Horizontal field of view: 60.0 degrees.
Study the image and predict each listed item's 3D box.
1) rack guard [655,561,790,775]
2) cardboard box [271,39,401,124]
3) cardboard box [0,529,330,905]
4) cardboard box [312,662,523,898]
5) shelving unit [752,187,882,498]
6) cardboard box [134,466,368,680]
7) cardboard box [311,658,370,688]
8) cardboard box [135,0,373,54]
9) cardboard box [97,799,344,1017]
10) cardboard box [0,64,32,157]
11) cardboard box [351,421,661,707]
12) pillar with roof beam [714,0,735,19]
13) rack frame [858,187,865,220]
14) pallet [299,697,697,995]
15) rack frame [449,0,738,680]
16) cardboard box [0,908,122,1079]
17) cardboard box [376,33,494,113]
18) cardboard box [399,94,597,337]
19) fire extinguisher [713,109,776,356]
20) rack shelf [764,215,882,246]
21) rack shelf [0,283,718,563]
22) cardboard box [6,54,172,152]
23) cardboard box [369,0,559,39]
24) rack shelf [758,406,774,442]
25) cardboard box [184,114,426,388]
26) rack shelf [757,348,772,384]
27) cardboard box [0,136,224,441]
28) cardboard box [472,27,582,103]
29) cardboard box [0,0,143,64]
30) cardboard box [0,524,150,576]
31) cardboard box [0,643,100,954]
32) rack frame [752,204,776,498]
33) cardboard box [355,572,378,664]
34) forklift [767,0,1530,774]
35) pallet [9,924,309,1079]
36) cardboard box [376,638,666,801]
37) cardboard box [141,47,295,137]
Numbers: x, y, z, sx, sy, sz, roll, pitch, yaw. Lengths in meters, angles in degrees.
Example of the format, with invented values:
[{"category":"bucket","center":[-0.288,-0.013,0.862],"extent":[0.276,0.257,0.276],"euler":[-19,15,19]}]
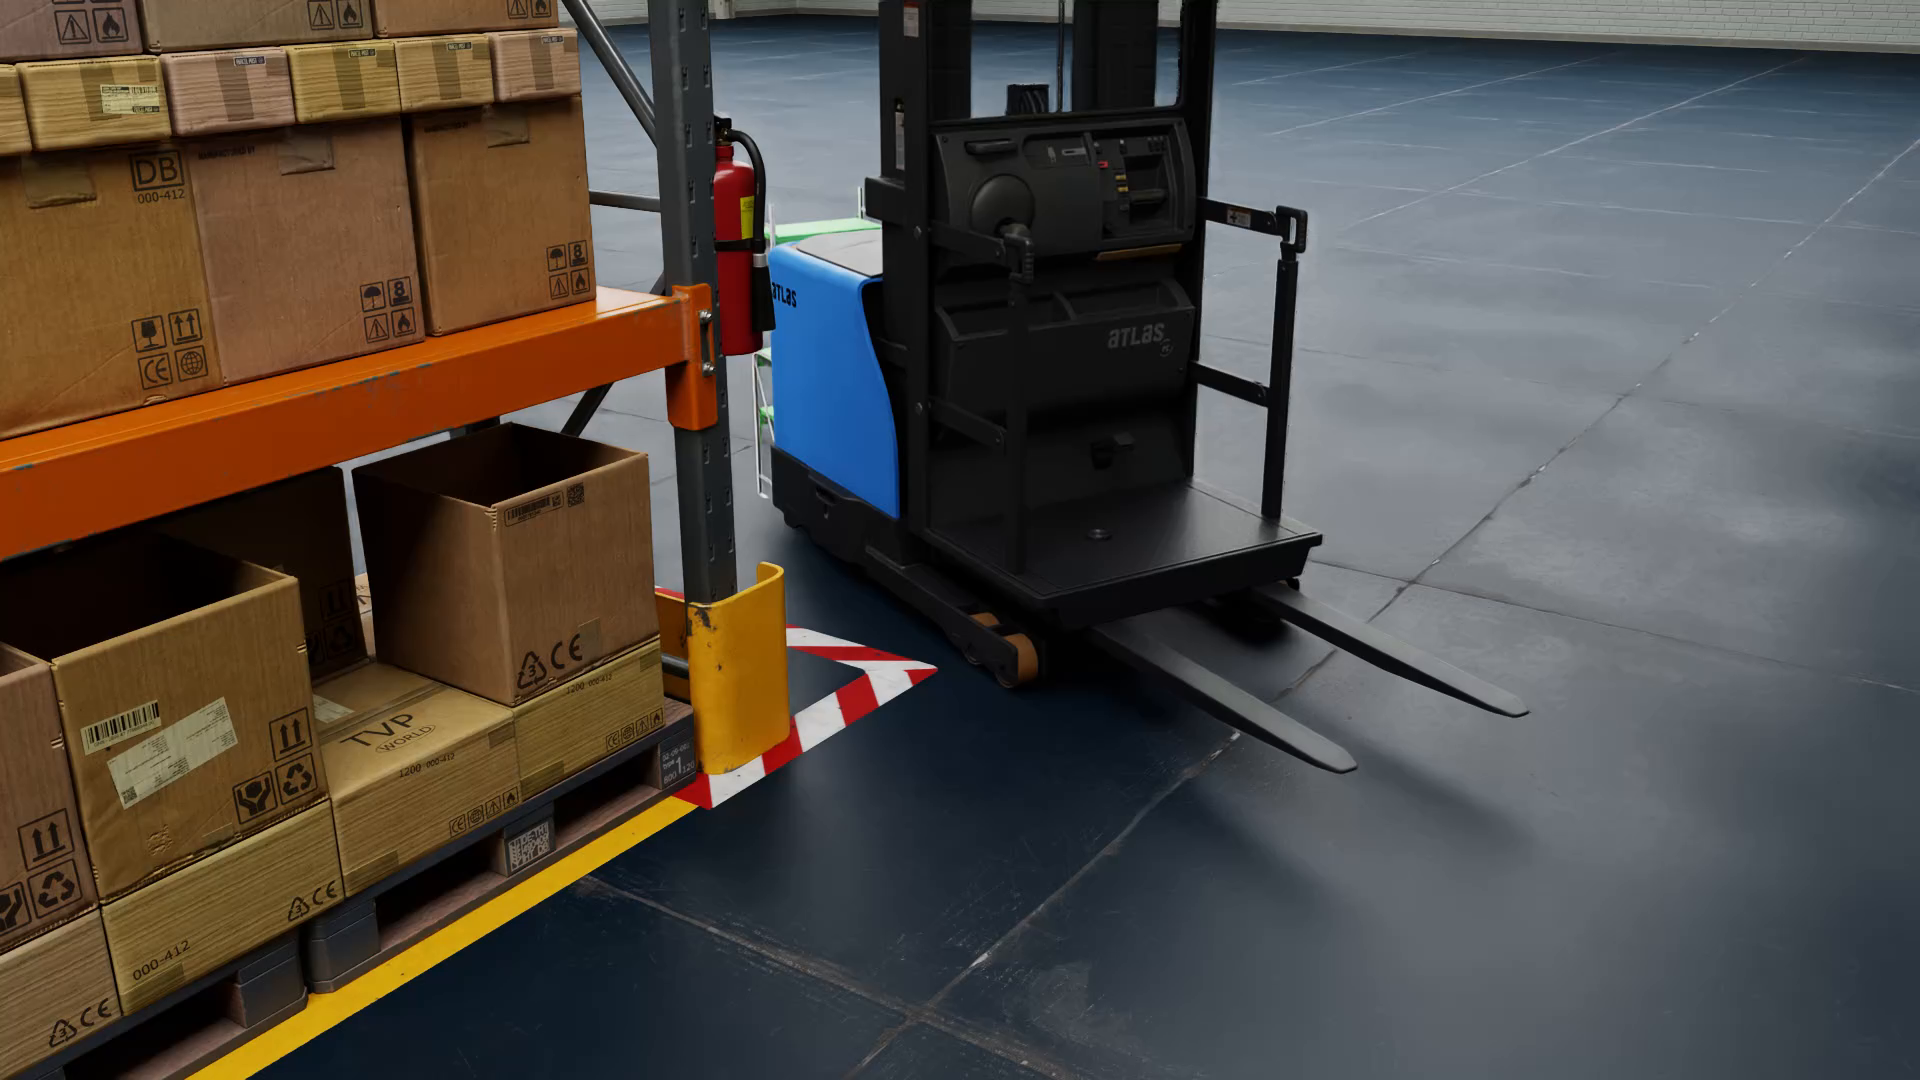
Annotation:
[{"category":"rack guard","center":[-1.041,0.252,4.864],"extent":[1.175,0.500,0.348],"euler":[13,24,32]},{"category":"cardboard box","center":[-1.401,-0.969,3.482],"extent":[0.380,0.149,0.250],"euler":[13,24,31]},{"category":"cardboard box","center":[-1.659,0.329,3.329],"extent":[0.500,0.500,0.500],"euler":[13,24,32]},{"category":"cardboard box","center":[-1.382,0.536,3.850],"extent":[0.500,0.250,0.500],"euler":[13,24,32]},{"category":"shelving unit","center":[-0.546,-0.758,6.584],"extent":[0.503,1.200,0.258],"euler":[-12,23,-29]},{"category":"cardboard box","center":[-1.819,0.082,3.998],"extent":[0.500,0.500,0.500],"euler":[13,24,32]},{"category":"cardboard box","center":[-1.818,0.434,4.127],"extent":[0.500,0.250,0.500],"euler":[13,24,32]},{"category":"cardboard box","center":[-1.648,-1.270,3.362],"extent":[0.700,0.500,0.500],"euler":[13,24,30]},{"category":"cardboard box","center":[-1.662,0.680,3.461],"extent":[0.500,0.250,0.500],"euler":[13,24,32]},{"category":"cardboard box","center":[-1.838,-0.746,2.879],"extent":[0.380,0.149,0.250],"euler":[14,25,33]},{"category":"cardboard box","center":[-1.109,0.039,4.113],"extent":[0.500,0.500,0.500],"euler":[13,24,32]},{"category":"pillar with roof beam","center":[-2.260,-16.304,37.371],"extent":[9.100,9.000,0.400],"euler":[13,24,32]},{"category":"rack frame","center":[-0.337,-0.801,6.702],"extent":[0.015,1.200,0.240],"euler":[-12,23,-29]},{"category":"pallet","center":[-1.449,0.622,4.280],"extent":[1.003,0.211,1.213],"euler":[13,24,32]},{"category":"rack frame","center":[-1.054,-0.914,4.411],"extent":[1.000,3.000,0.127],"euler":[13,24,32]},{"category":"cardboard box","center":[-1.944,0.823,3.074],"extent":[0.500,0.250,0.500],"euler":[13,24,32]},{"category":"cardboard box","center":[-1.257,-1.043,3.681],"extent":[0.380,0.149,0.250],"euler":[14,24,33]},{"category":"cardboard box","center":[-1.327,-0.829,4.039],"extent":[0.700,0.500,0.500],"euler":[13,24,32]},{"category":"fire extinguisher","center":[-0.603,-0.821,4.272],"extent":[0.296,0.674,0.183],"euler":[13,24,32]},{"category":"rack shelf","center":[-0.546,-1.148,6.440],"extent":[0.480,0.148,0.258],"euler":[-12,23,-29]},{"category":"rack shelf","center":[-2.178,-0.002,2.985],"extent":[1.077,0.370,4.000],"euler":[13,24,32]},{"category":"cardboard box","center":[-1.691,-0.822,3.085],"extent":[0.380,0.149,0.250],"euler":[14,25,33]},{"category":"cardboard box","center":[-1.357,-1.422,3.772],"extent":[0.700,0.500,0.500],"euler":[13,24,32]},{"category":"rack shelf","center":[-0.546,-0.473,6.690],"extent":[0.480,0.148,0.258],"euler":[-12,23,-29]},{"category":"cardboard box","center":[-1.618,-0.678,3.629],"extent":[0.700,0.500,0.500],"euler":[14,24,33]},{"category":"rack shelf","center":[-0.546,-0.698,6.607],"extent":[0.480,0.148,0.258],"euler":[-12,23,-29]},{"category":"cardboard box","center":[-1.902,-0.536,3.247],"extent":[0.700,0.500,0.500],"euler":[13,24,32]},{"category":"cardboard box","center":[-1.111,-1.118,3.885],"extent":[0.380,0.149,0.250],"euler":[13,24,31]},{"category":"cardboard box","center":[-1.931,-1.126,2.970],"extent":[0.700,0.500,0.500],"euler":[13,24,32]},{"category":"cardboard box","center":[-2.089,0.228,3.603],"extent":[0.500,0.500,0.500],"euler":[13,24,32]},{"category":"cardboard box","center":[-1.942,0.472,2.942],"extent":[0.500,0.500,0.500],"euler":[13,24,32]},{"category":"rack frame","center":[-0.755,-0.714,6.467],"extent":[0.015,1.200,0.240],"euler":[-12,23,-29]},{"category":"cardboard box","center":[-1.540,0.289,4.517],"extent":[0.500,0.250,0.500],"euler":[13,24,32]},{"category":"forklift","center":[0.455,-1.106,5.031],"extent":[1.130,2.935,3.031],"euler":[-12,23,-28]},{"category":"pallet","center":[-2.136,0.970,3.337],"extent":[1.003,0.211,1.213],"euler":[13,24,32]},{"category":"cardboard box","center":[-1.111,0.390,4.244],"extent":[0.500,0.250,0.500],"euler":[13,24,32]},{"category":"cardboard box","center":[-1.544,-0.897,3.288],"extent":[0.380,0.149,0.250],"euler":[14,24,33]}]
